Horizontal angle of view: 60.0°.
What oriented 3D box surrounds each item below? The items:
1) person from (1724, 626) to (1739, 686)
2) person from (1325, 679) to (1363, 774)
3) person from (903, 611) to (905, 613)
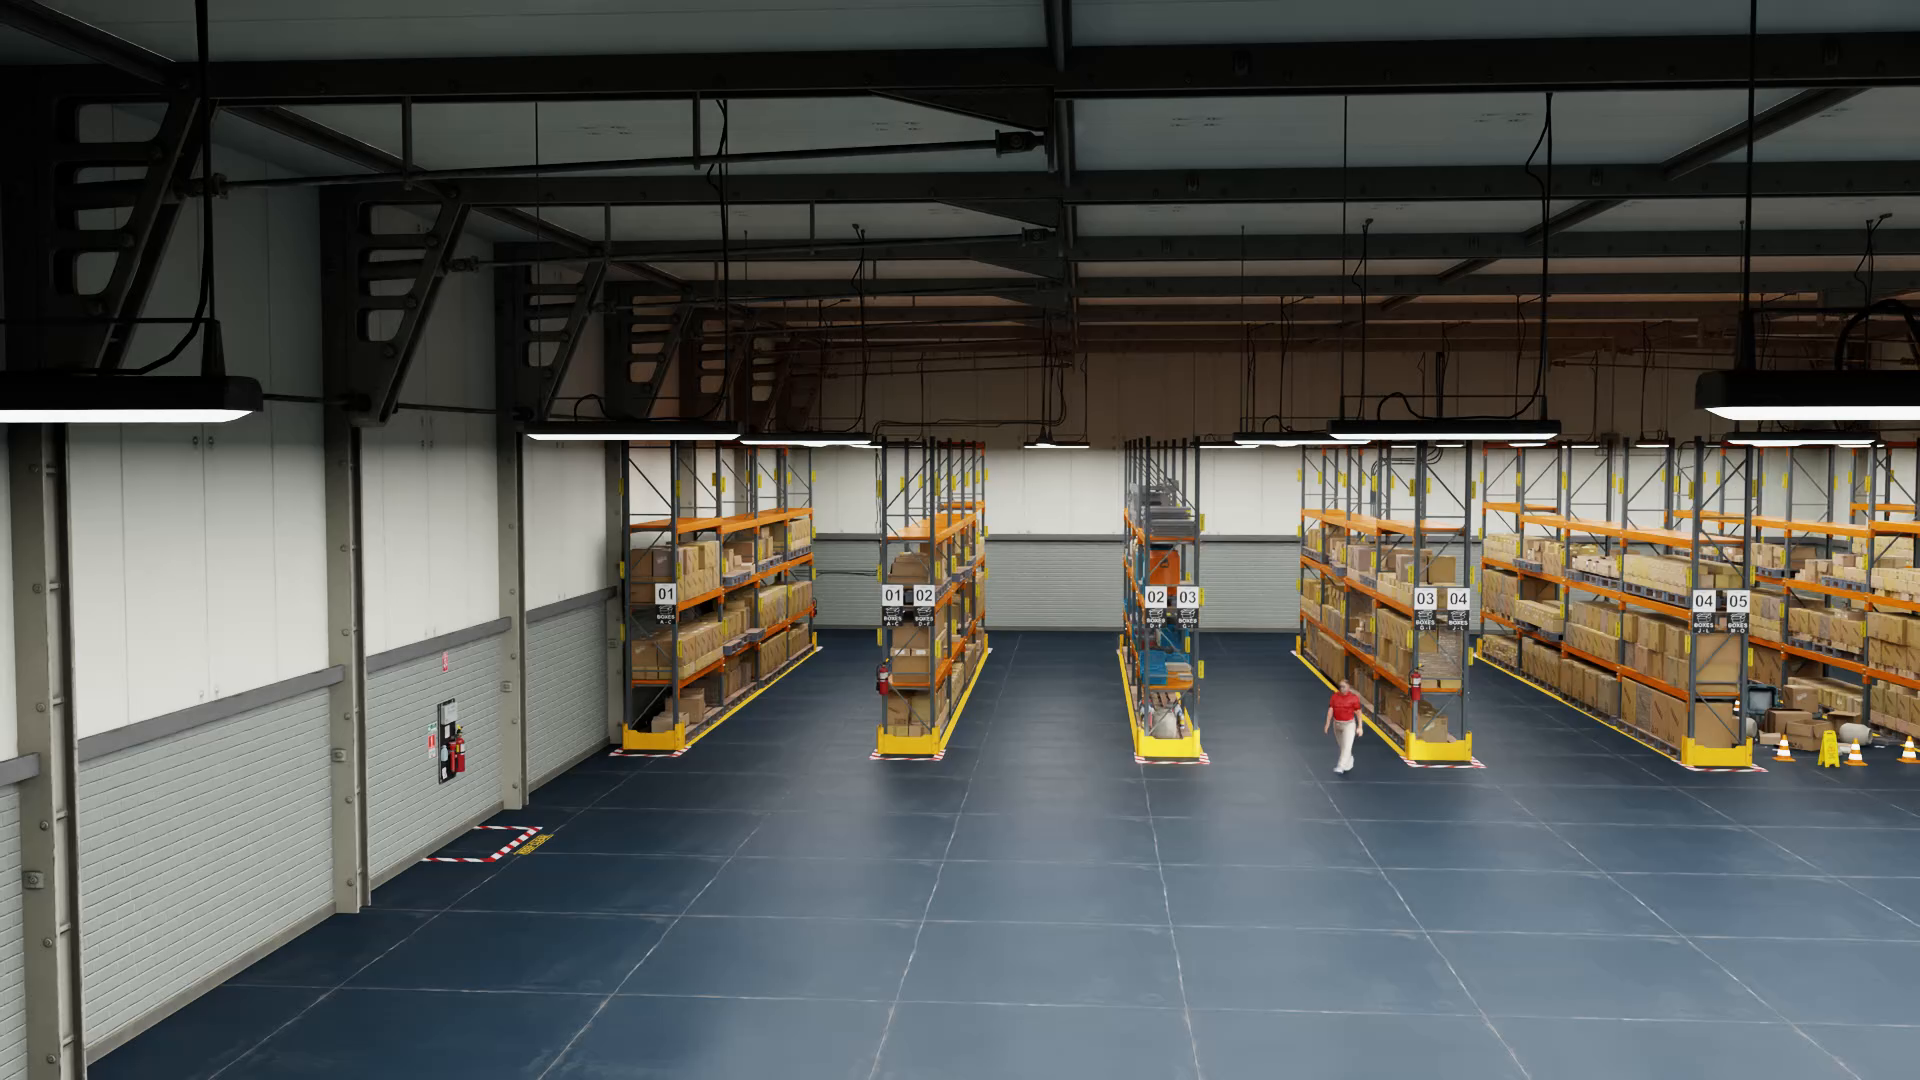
[{"bbox_3d":[17.782,2.857,38.368,0.473,1.725,0.591,-1,3,-11],"label":"person"},{"bbox_3d":[6.745,3.294,29.402,0.563,1.667,1.090,3,4,43],"label":"person"},{"bbox_3d":[-1.549,2.418,46.231,0.473,1.631,1.051,0,3,3],"label":"person"}]
